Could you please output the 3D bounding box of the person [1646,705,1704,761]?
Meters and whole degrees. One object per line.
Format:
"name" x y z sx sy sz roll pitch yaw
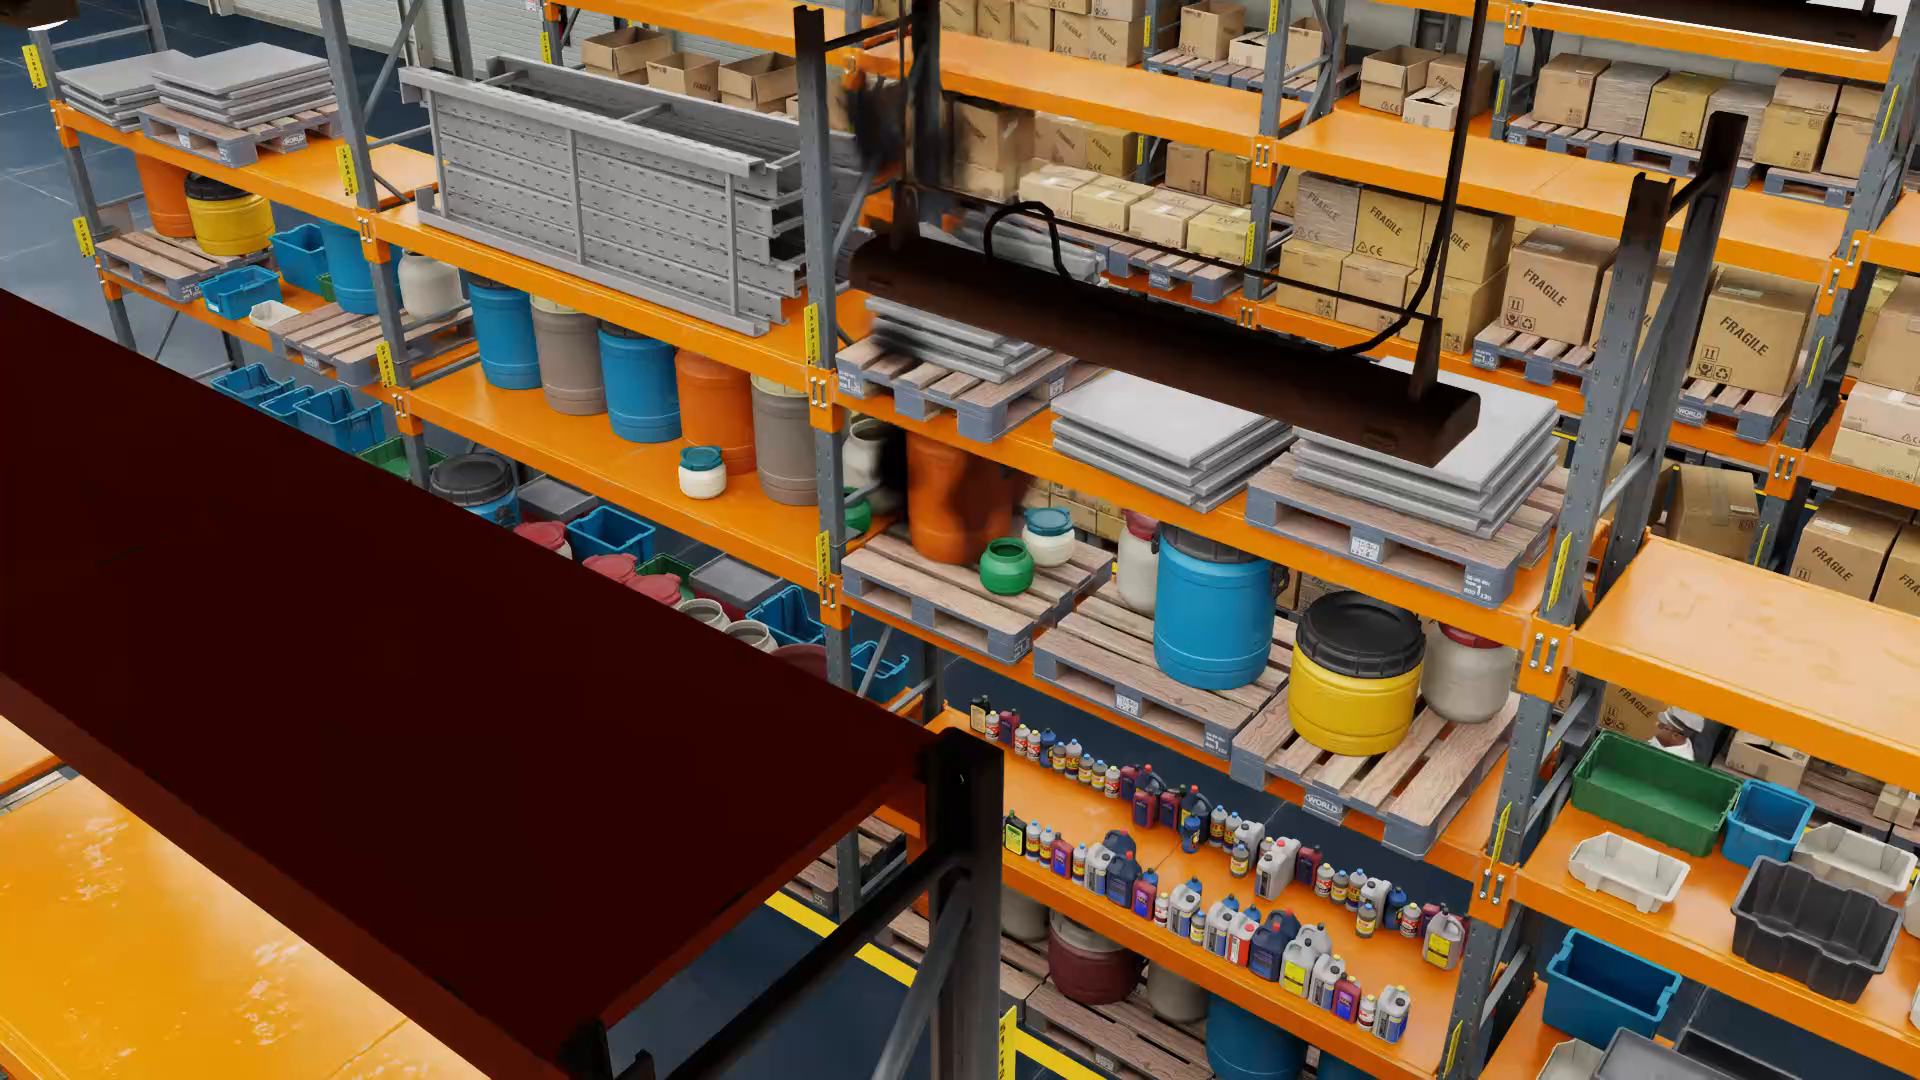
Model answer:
"person" 4.445 1.746 10.632 0.971 1.711 0.665 12 33 19
